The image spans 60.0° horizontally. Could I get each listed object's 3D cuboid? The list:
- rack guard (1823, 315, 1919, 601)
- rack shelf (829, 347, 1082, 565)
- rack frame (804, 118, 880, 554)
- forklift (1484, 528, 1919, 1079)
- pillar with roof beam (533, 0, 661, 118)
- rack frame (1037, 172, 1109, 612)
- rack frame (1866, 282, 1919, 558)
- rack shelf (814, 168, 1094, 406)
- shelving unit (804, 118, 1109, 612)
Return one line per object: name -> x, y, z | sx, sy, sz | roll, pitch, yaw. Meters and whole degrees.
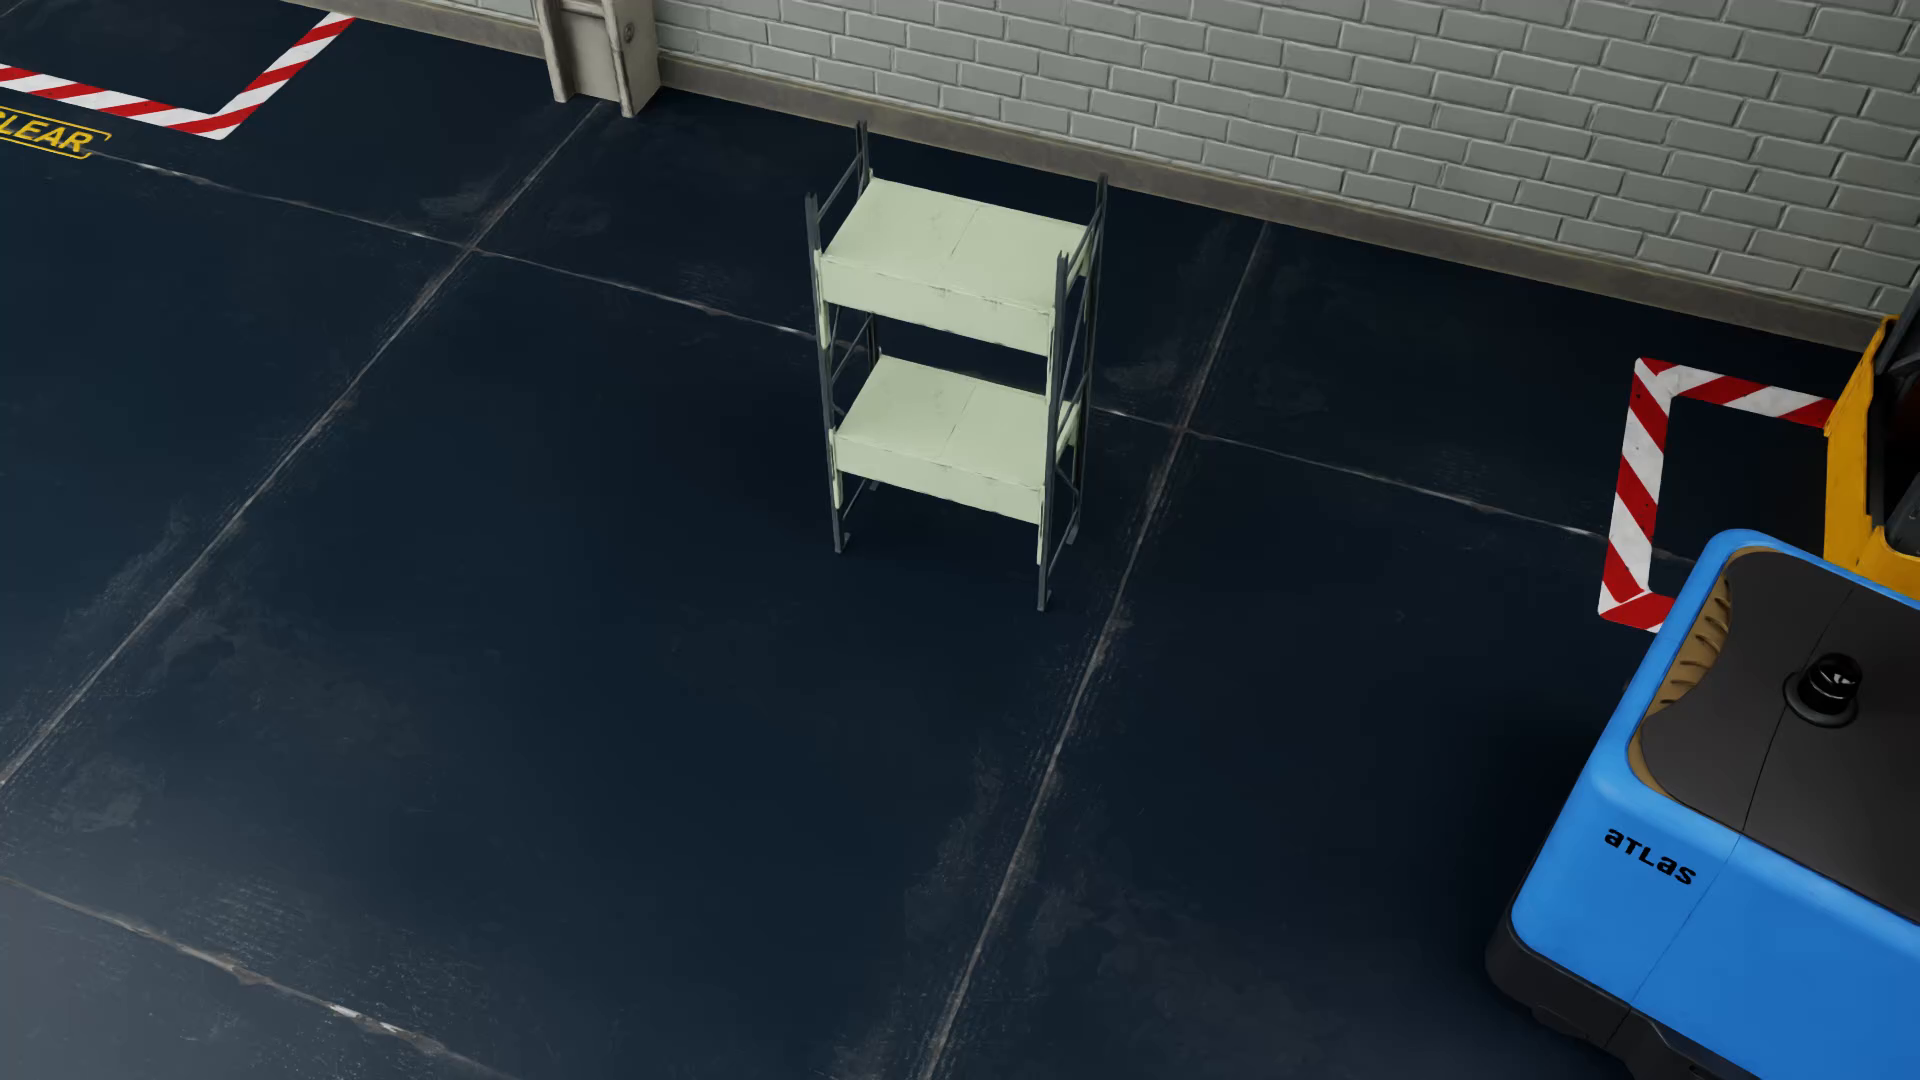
rack guard -> 3.161, -0.172, 5.568 | 0.348, 0.500, 1.175 | 16, 51, 13
rack shelf -> -0.006, -0.279, 5.431 | 0.720, 0.370, 0.431 | 16, 51, 13
rack frame -> -0.350, -0.589, 5.268 | 0.023, 1.500, 0.400 | 16, 51, 13
forklift -> 2.957, 0.632, 3.263 | 3.031, 2.935, 1.130 | 28, 55, 22
pillar with roof beam -> -3.074, -1.925, 1.463 | 0.400, 9.000, 9.100 | 16, 51, 13
rack frame -> 0.337, -0.397, 5.102 | 0.023, 1.500, 0.400 | 16, 51, 13
rack frame -> 3.090, -1.011, 4.641 | 0.127, 3.000, 1.000 | 16, 51, 13
rack shelf -> -0.006, -0.749, 4.890 | 0.720, 0.370, 0.431 | 16, 51, 13
shelving unit -> -0.006, -0.493, 5.185 | 0.755, 1.500, 0.431 | 16, 51, 13
